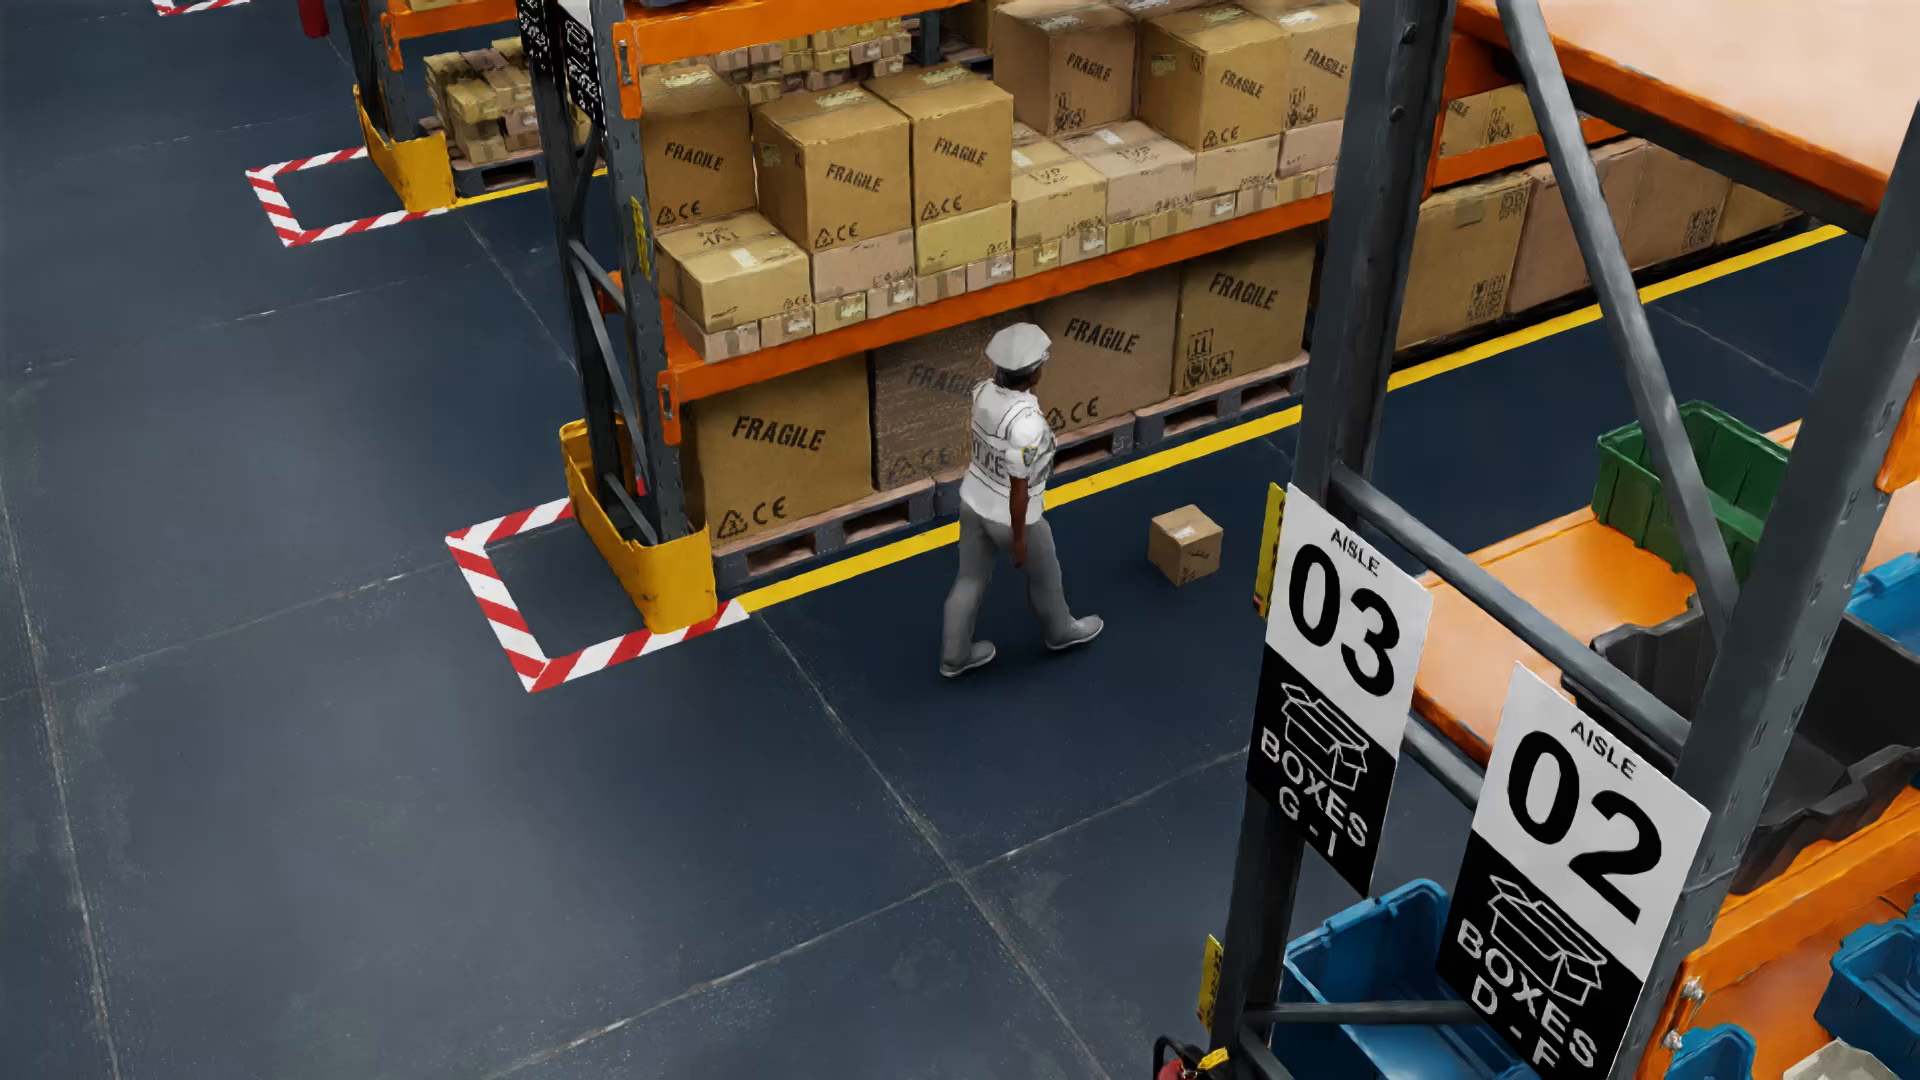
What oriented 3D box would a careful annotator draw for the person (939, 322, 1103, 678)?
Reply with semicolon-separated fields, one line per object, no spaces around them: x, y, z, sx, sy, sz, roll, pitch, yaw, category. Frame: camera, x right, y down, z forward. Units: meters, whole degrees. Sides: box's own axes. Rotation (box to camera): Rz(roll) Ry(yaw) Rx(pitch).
0.245;-0.177;7.134;0.791;1.636;0.467;-24;43;-28;person
